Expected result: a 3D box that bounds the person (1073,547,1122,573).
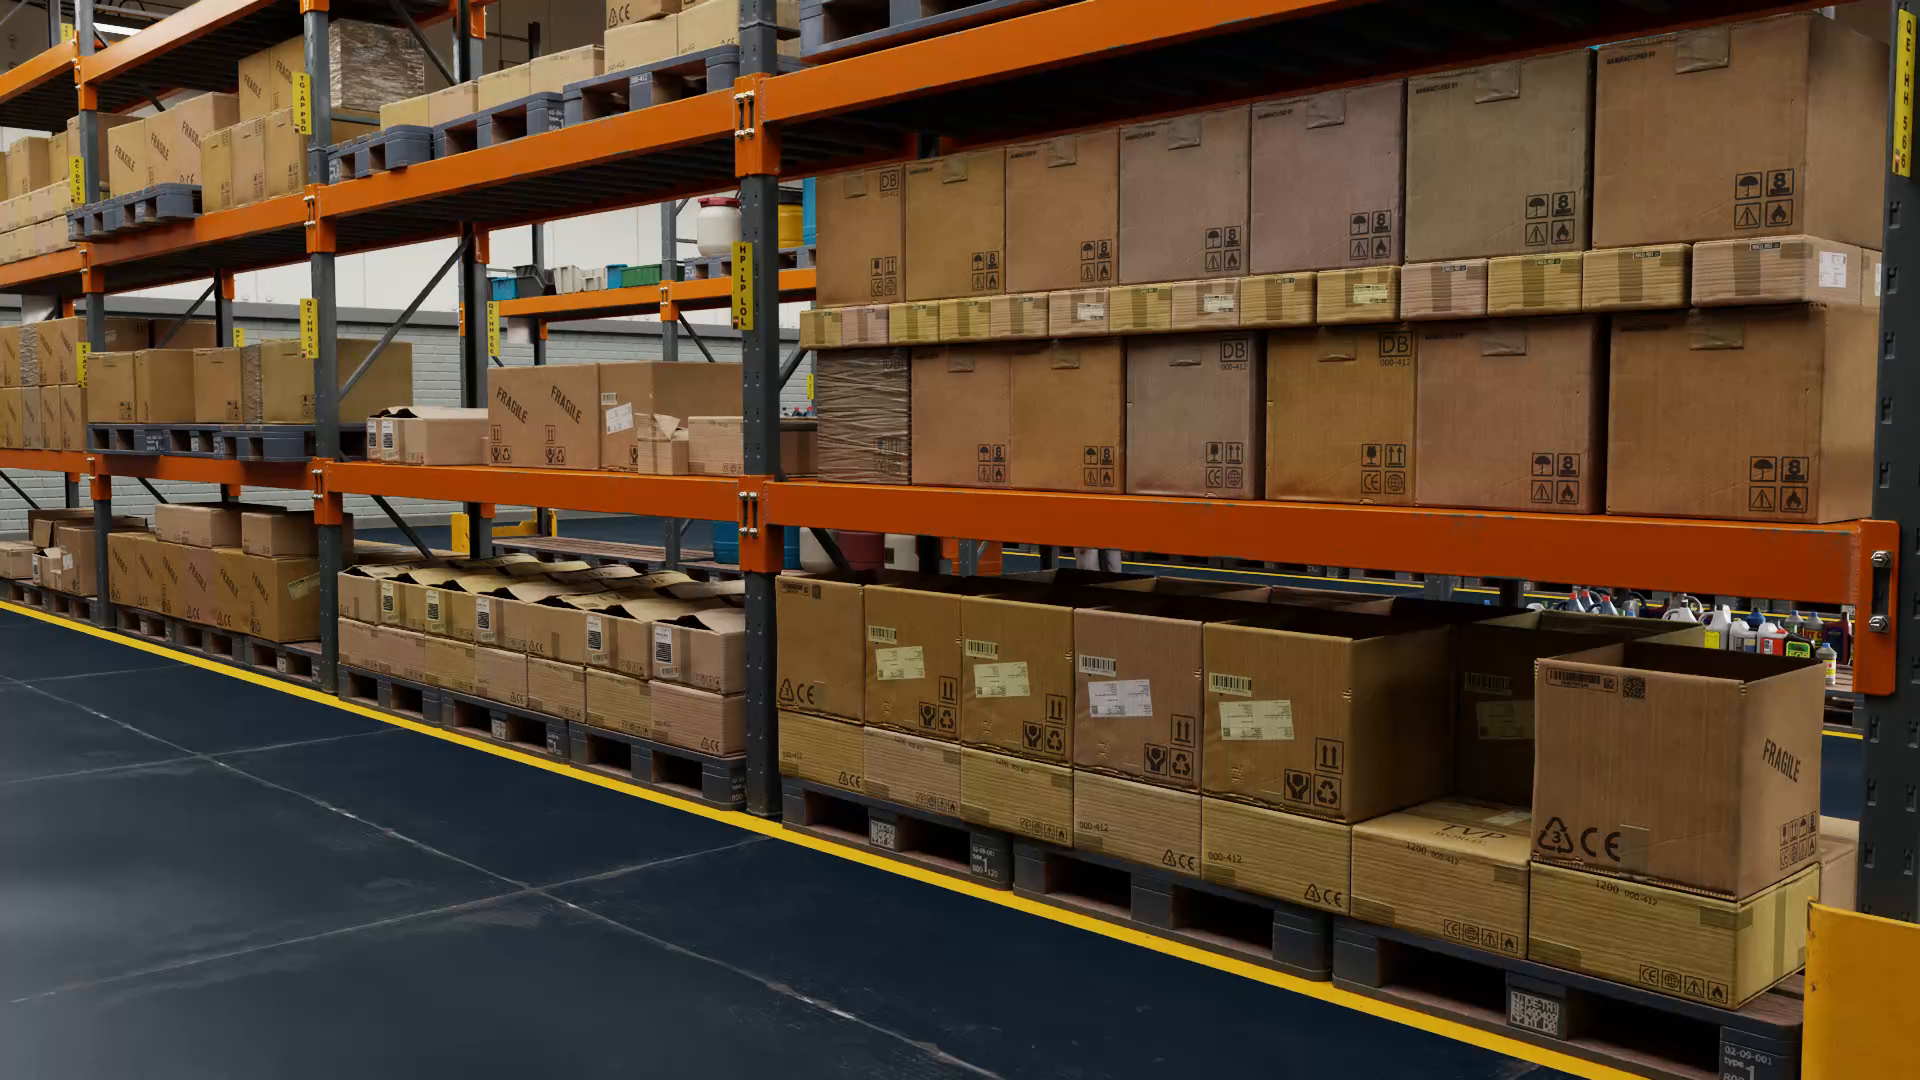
[{"bbox_3d":[0.888,-0.027,10.649,0.472,1.593,0.350,-4,6,-45],"label":"person"}]
